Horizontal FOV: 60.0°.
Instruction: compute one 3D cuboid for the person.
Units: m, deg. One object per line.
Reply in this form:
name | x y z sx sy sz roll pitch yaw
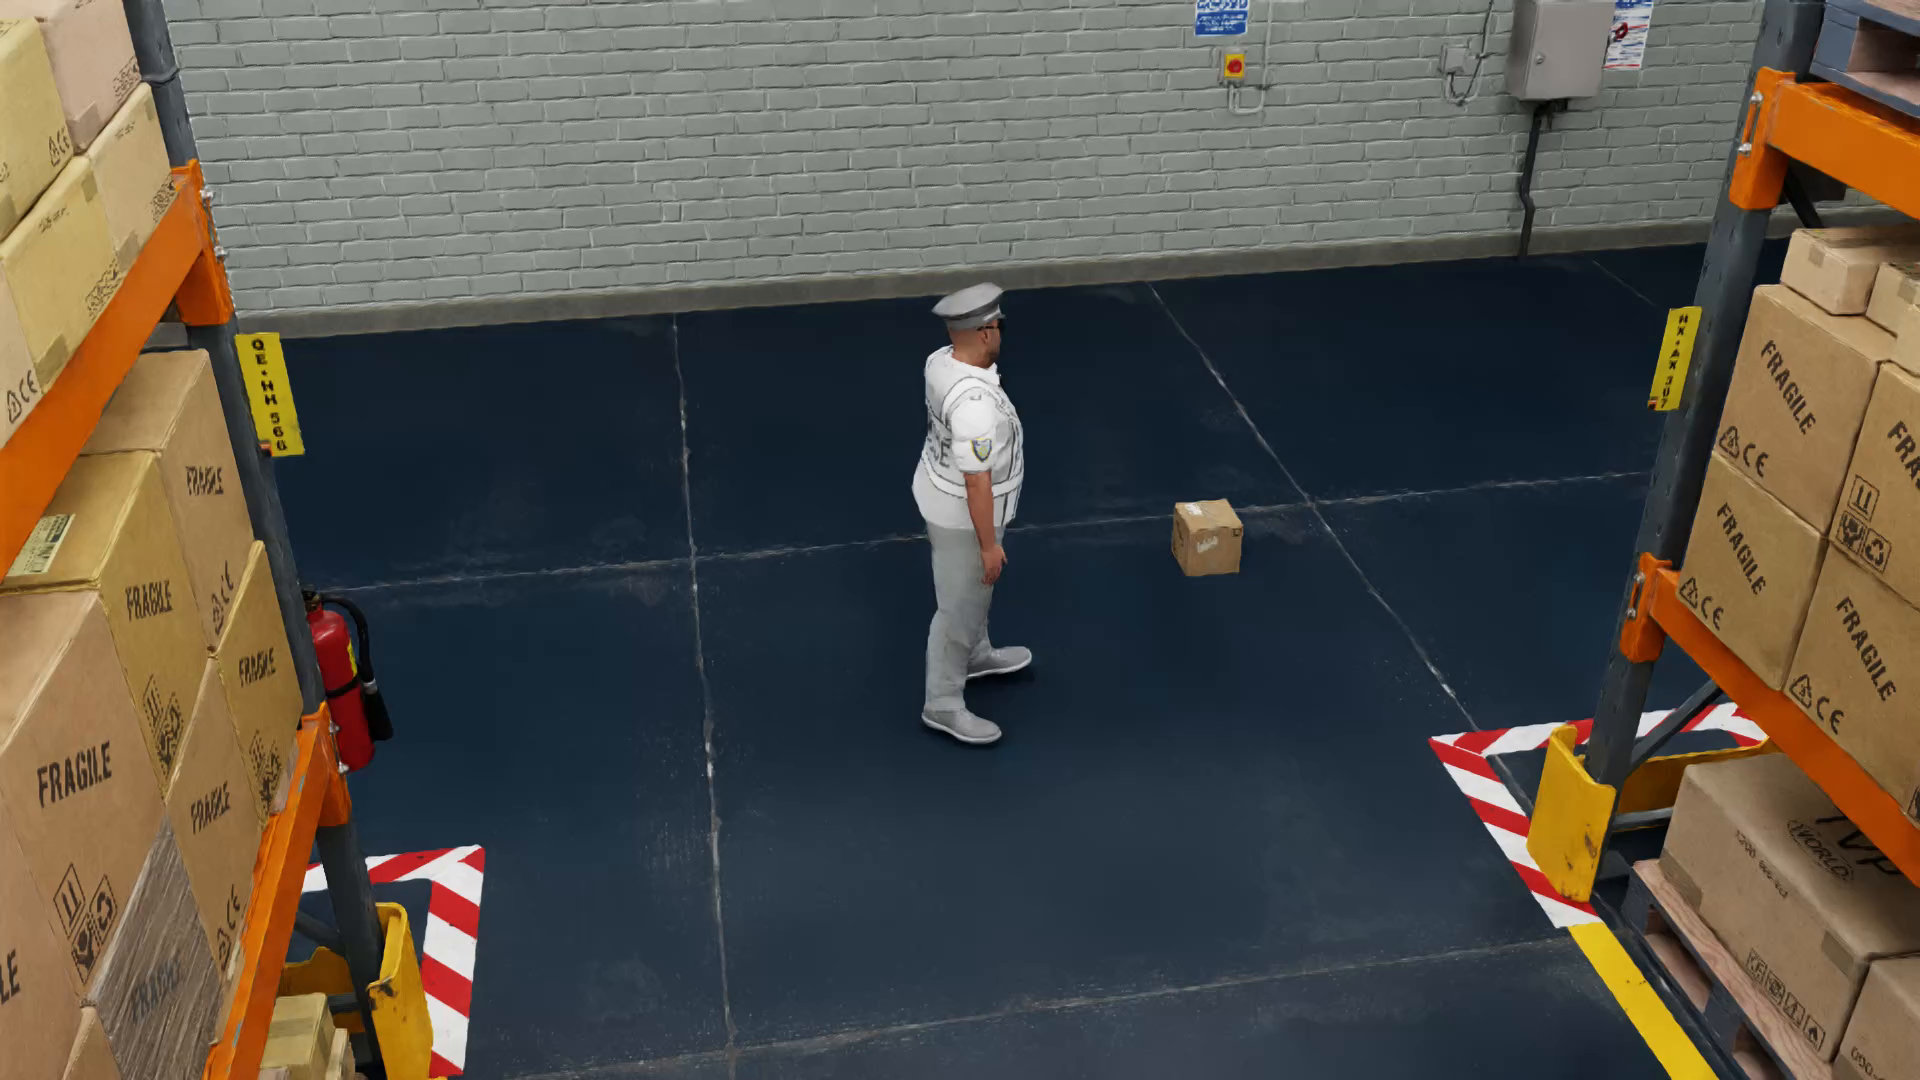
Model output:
person | 0.078 -0.120 6.279 0.515 1.755 0.638 -6 31 -9
